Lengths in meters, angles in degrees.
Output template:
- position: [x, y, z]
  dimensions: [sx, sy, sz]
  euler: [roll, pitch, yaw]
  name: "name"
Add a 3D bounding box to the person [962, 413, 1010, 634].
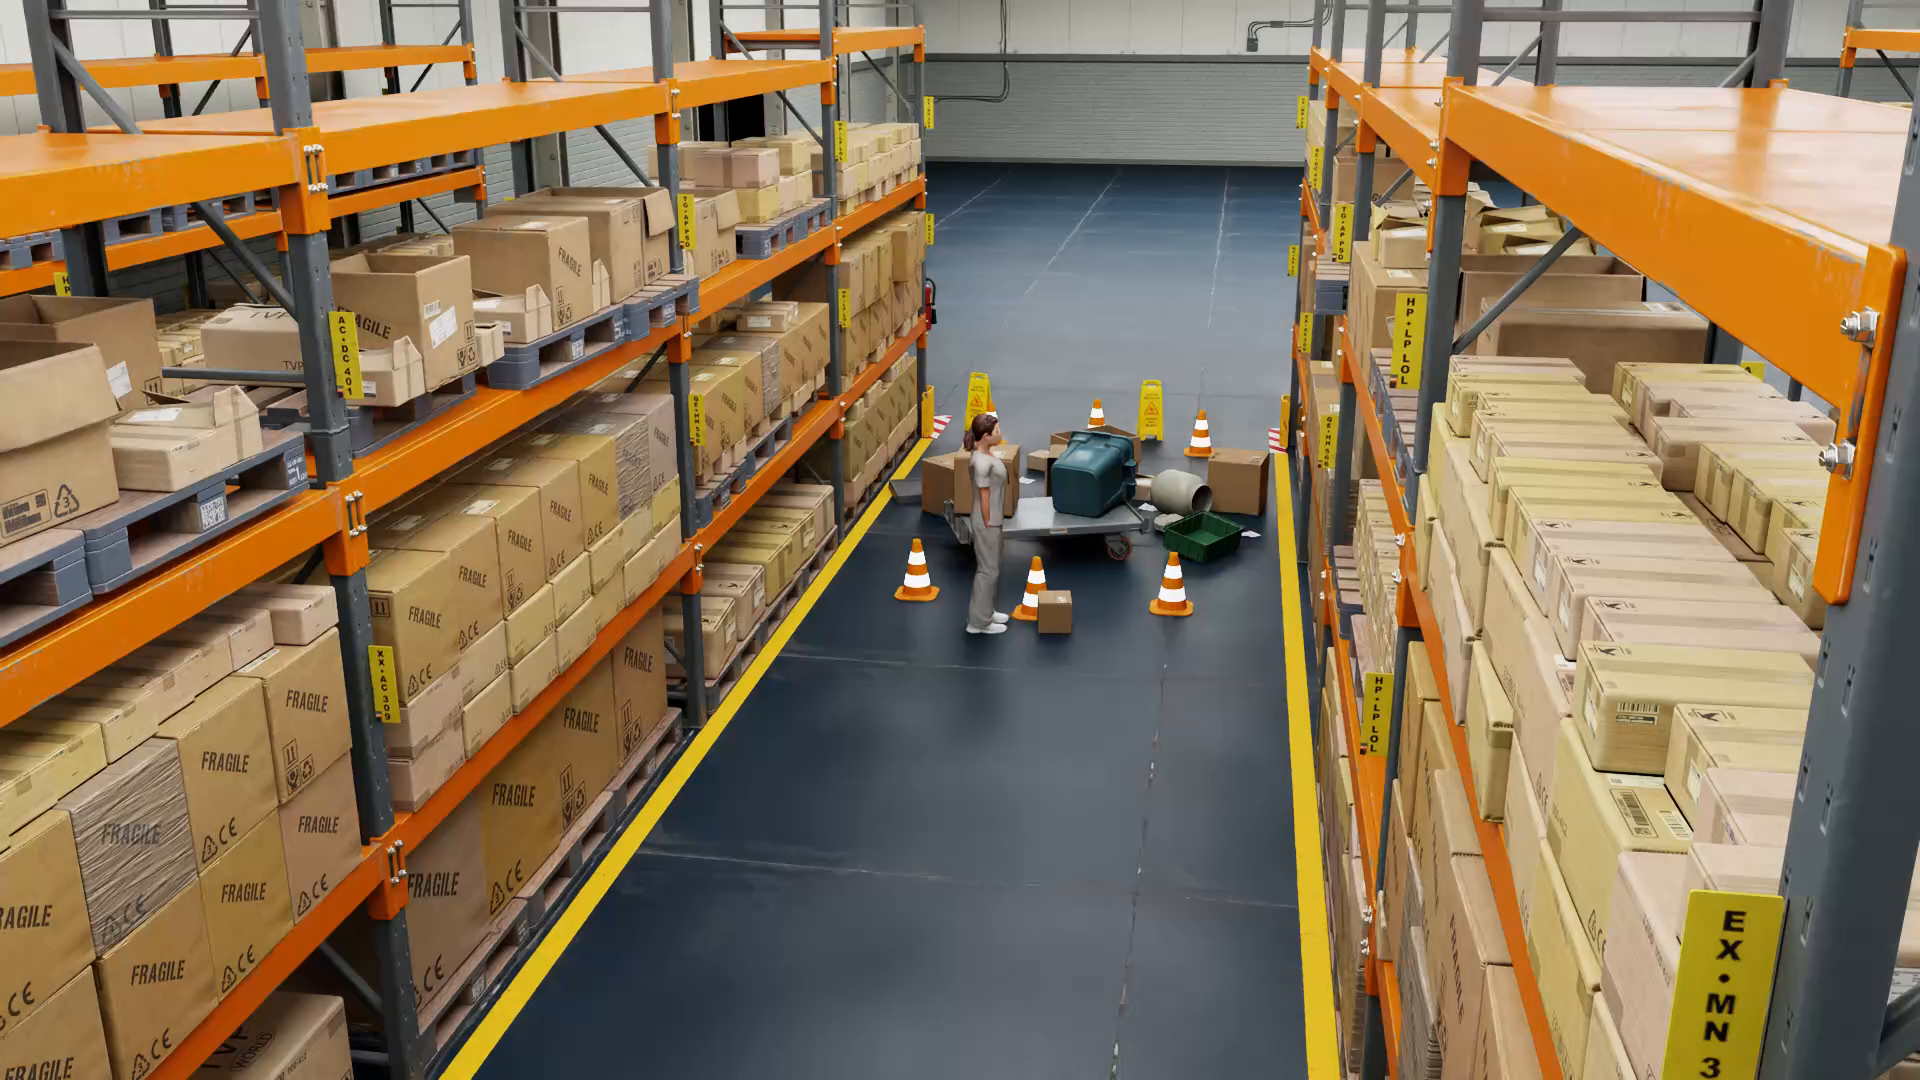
- position: [0.191, -0.132, 12.484]
  dimensions: [0.362, 1.674, 0.437]
  euler: [0, 18, 1]
  name: "person"
